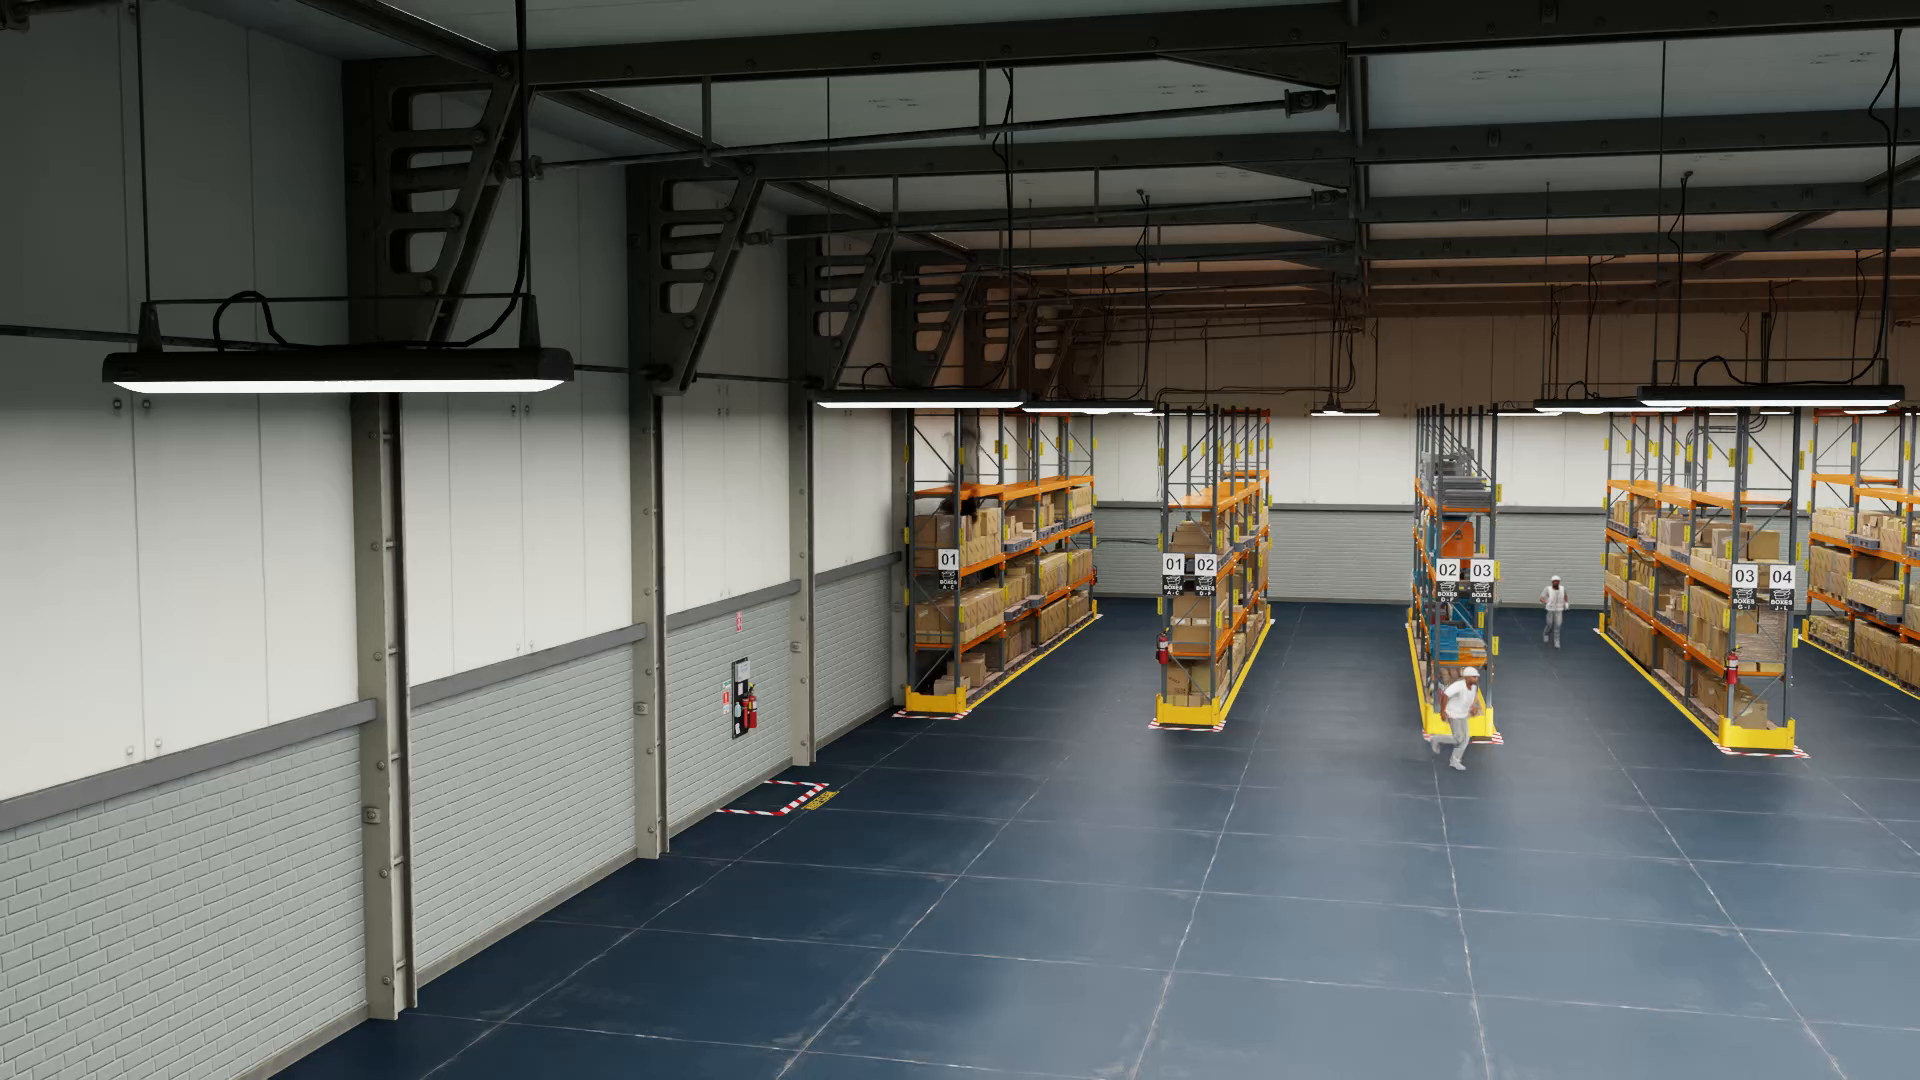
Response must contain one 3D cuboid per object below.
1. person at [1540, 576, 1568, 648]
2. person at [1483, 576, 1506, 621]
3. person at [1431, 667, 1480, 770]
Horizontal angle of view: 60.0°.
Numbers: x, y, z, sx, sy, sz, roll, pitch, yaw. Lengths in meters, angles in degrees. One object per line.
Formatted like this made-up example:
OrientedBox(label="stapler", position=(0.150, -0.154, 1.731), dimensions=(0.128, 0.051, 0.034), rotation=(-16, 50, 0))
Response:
OrientedBox(label="person", position=(14.964, 1.787, 41.859), dimensions=(0.708, 1.788, 0.843), rotation=(0, 4, 4))
OrientedBox(label="person", position=(14.950, 1.435, 46.983), dimensions=(0.891, 1.700, 0.645), rotation=(2, 5, 24))
OrientedBox(label="person", position=(8.158, 2.909, 27.345), dimensions=(0.838, 1.693, 0.697), rotation=(4, 6, 44))
